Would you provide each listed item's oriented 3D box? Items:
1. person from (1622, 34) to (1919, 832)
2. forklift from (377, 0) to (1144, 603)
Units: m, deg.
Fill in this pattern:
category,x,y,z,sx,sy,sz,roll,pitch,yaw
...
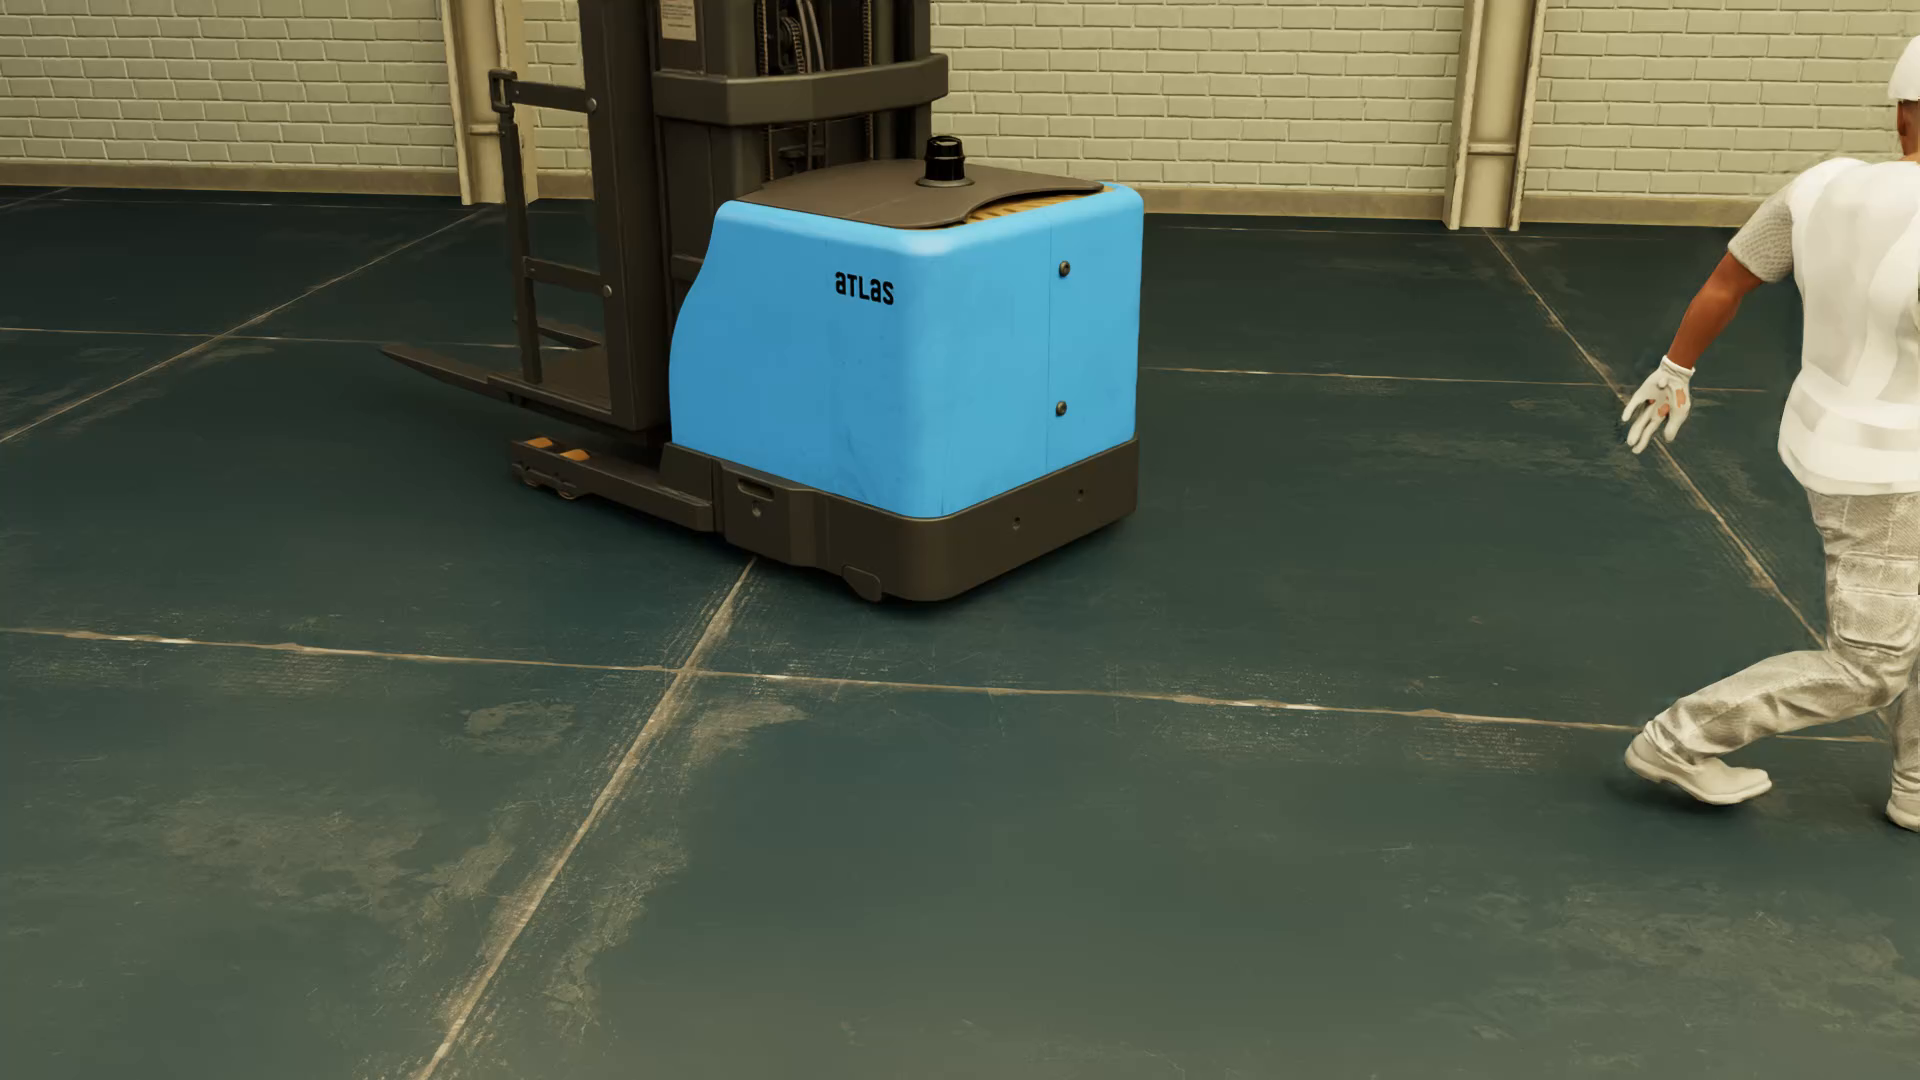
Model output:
category,x,y,z,sx,sy,sz,roll,pitch,yaw
person,1.879,-0.181,3.399,0.941,1.691,0.584,5,22,12
forklift,-0.890,-1.624,5.286,3.031,2.935,1.130,18,28,37
